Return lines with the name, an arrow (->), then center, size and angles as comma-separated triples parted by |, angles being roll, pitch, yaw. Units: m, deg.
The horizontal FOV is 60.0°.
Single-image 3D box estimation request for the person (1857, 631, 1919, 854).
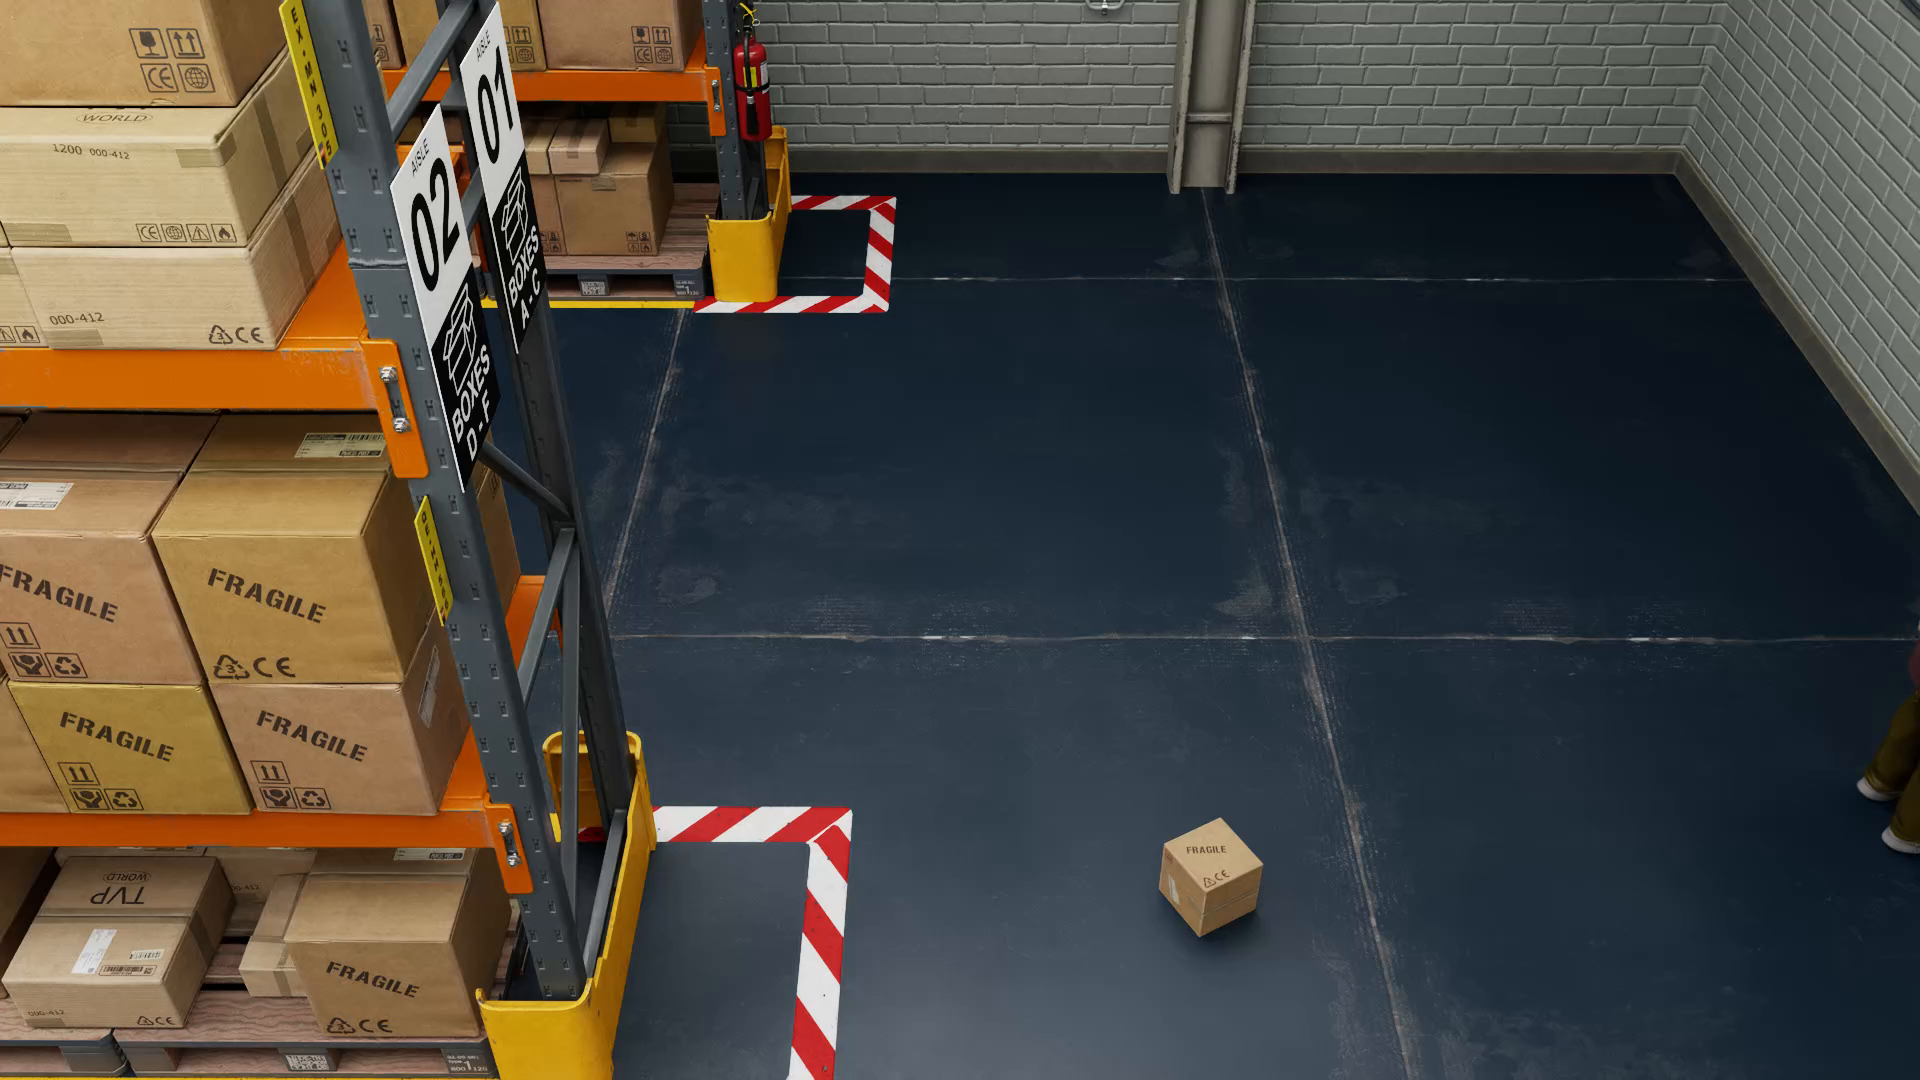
person -> 3.559, 0.478, 5.750 | 0.486, 1.589, 0.590 | 5, 39, 6
